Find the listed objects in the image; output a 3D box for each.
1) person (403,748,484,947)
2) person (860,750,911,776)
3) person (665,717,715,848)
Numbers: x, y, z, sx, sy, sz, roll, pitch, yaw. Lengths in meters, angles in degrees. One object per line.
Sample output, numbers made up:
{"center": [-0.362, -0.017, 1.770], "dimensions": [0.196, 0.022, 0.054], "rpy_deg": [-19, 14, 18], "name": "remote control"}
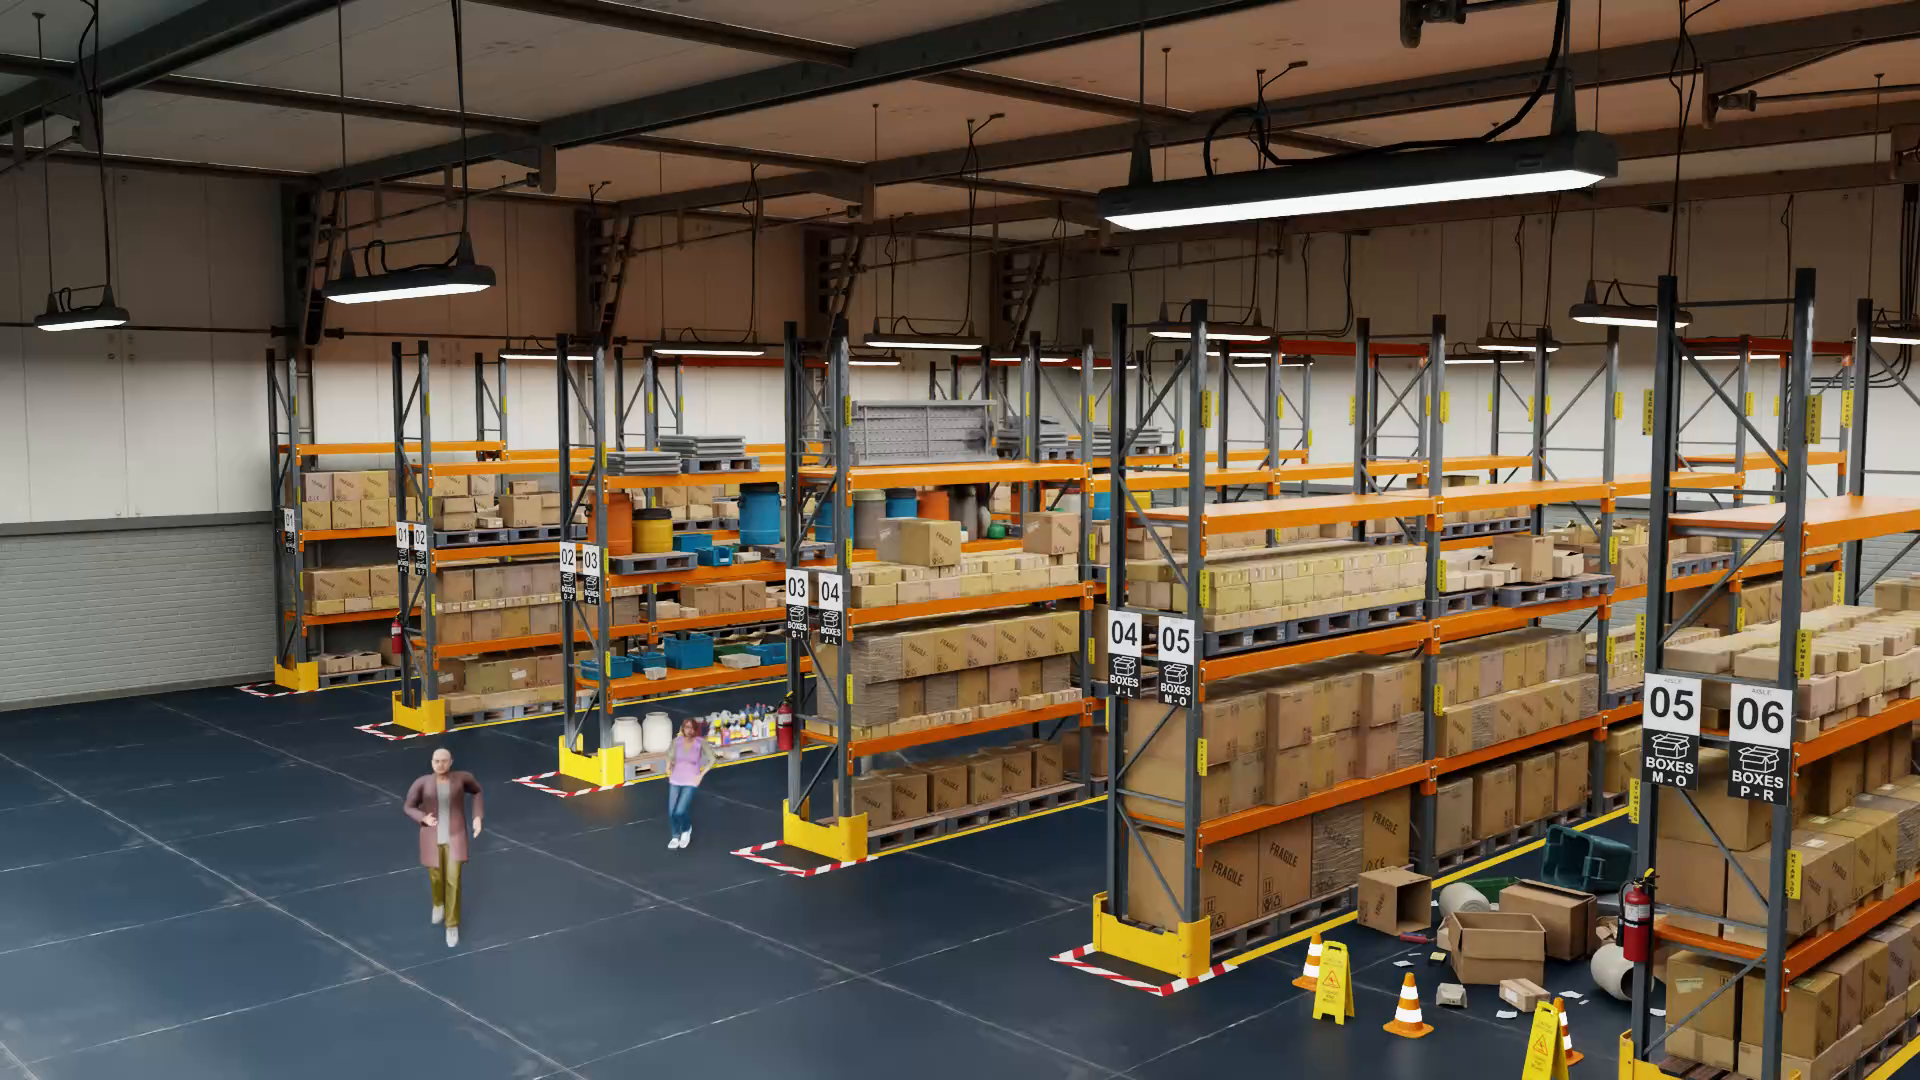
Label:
{"center": [-4.949, 2.894, 15.978], "dimensions": [0.737, 1.828, 0.922], "rpy_deg": [-1, 5, -14], "name": "person"}
{"center": [-1.043, 2.443, 21.812], "dimensions": [0.615, 1.643, 0.918], "rpy_deg": [4, 7, 42], "name": "person"}
{"center": [-3.100, 2.767, 18.825], "dimensions": [0.543, 1.535, 0.540], "rpy_deg": [1, 5, 16], "name": "person"}
